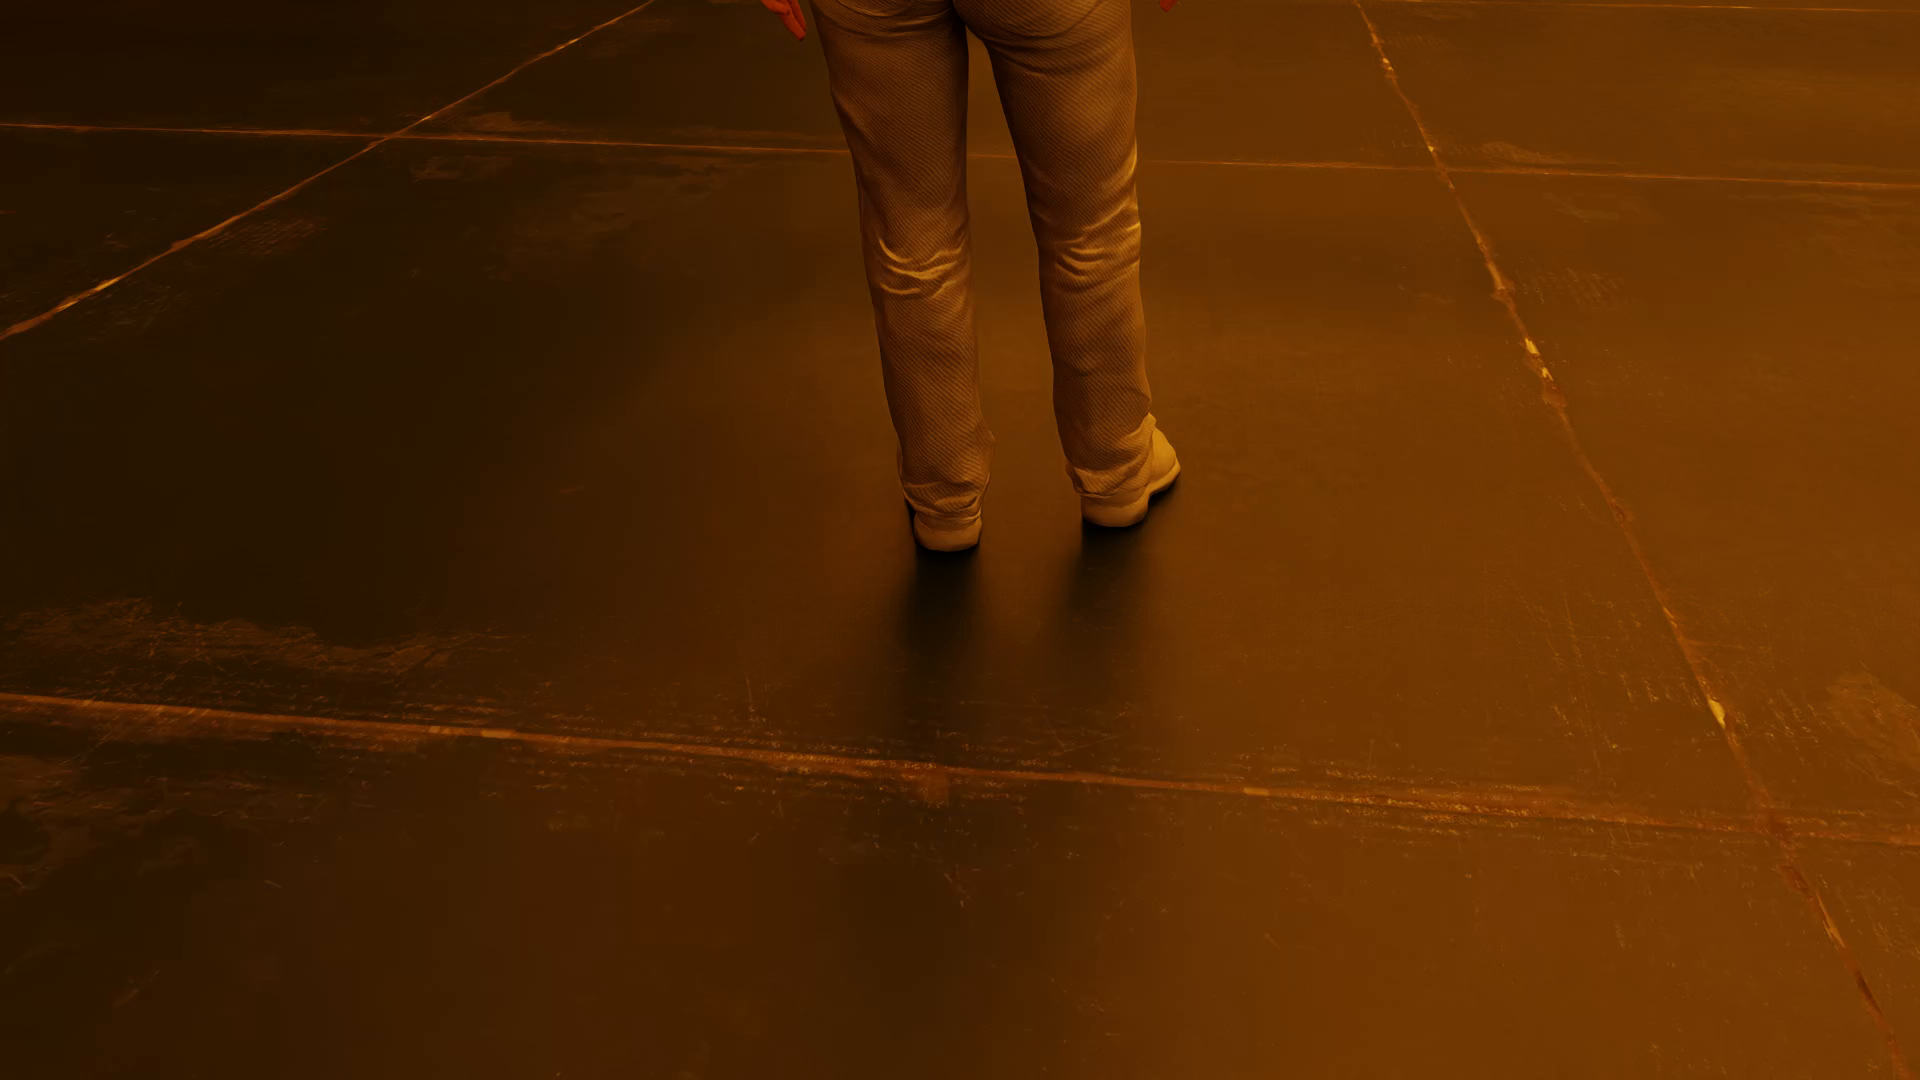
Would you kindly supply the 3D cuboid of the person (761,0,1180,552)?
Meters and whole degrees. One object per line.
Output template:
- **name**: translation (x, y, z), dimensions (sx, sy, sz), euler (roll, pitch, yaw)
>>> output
- **person**: translation (0.017, -0.827, 2.154), dimensions (0.632, 1.773, 0.568), euler (3, 27, 7)
